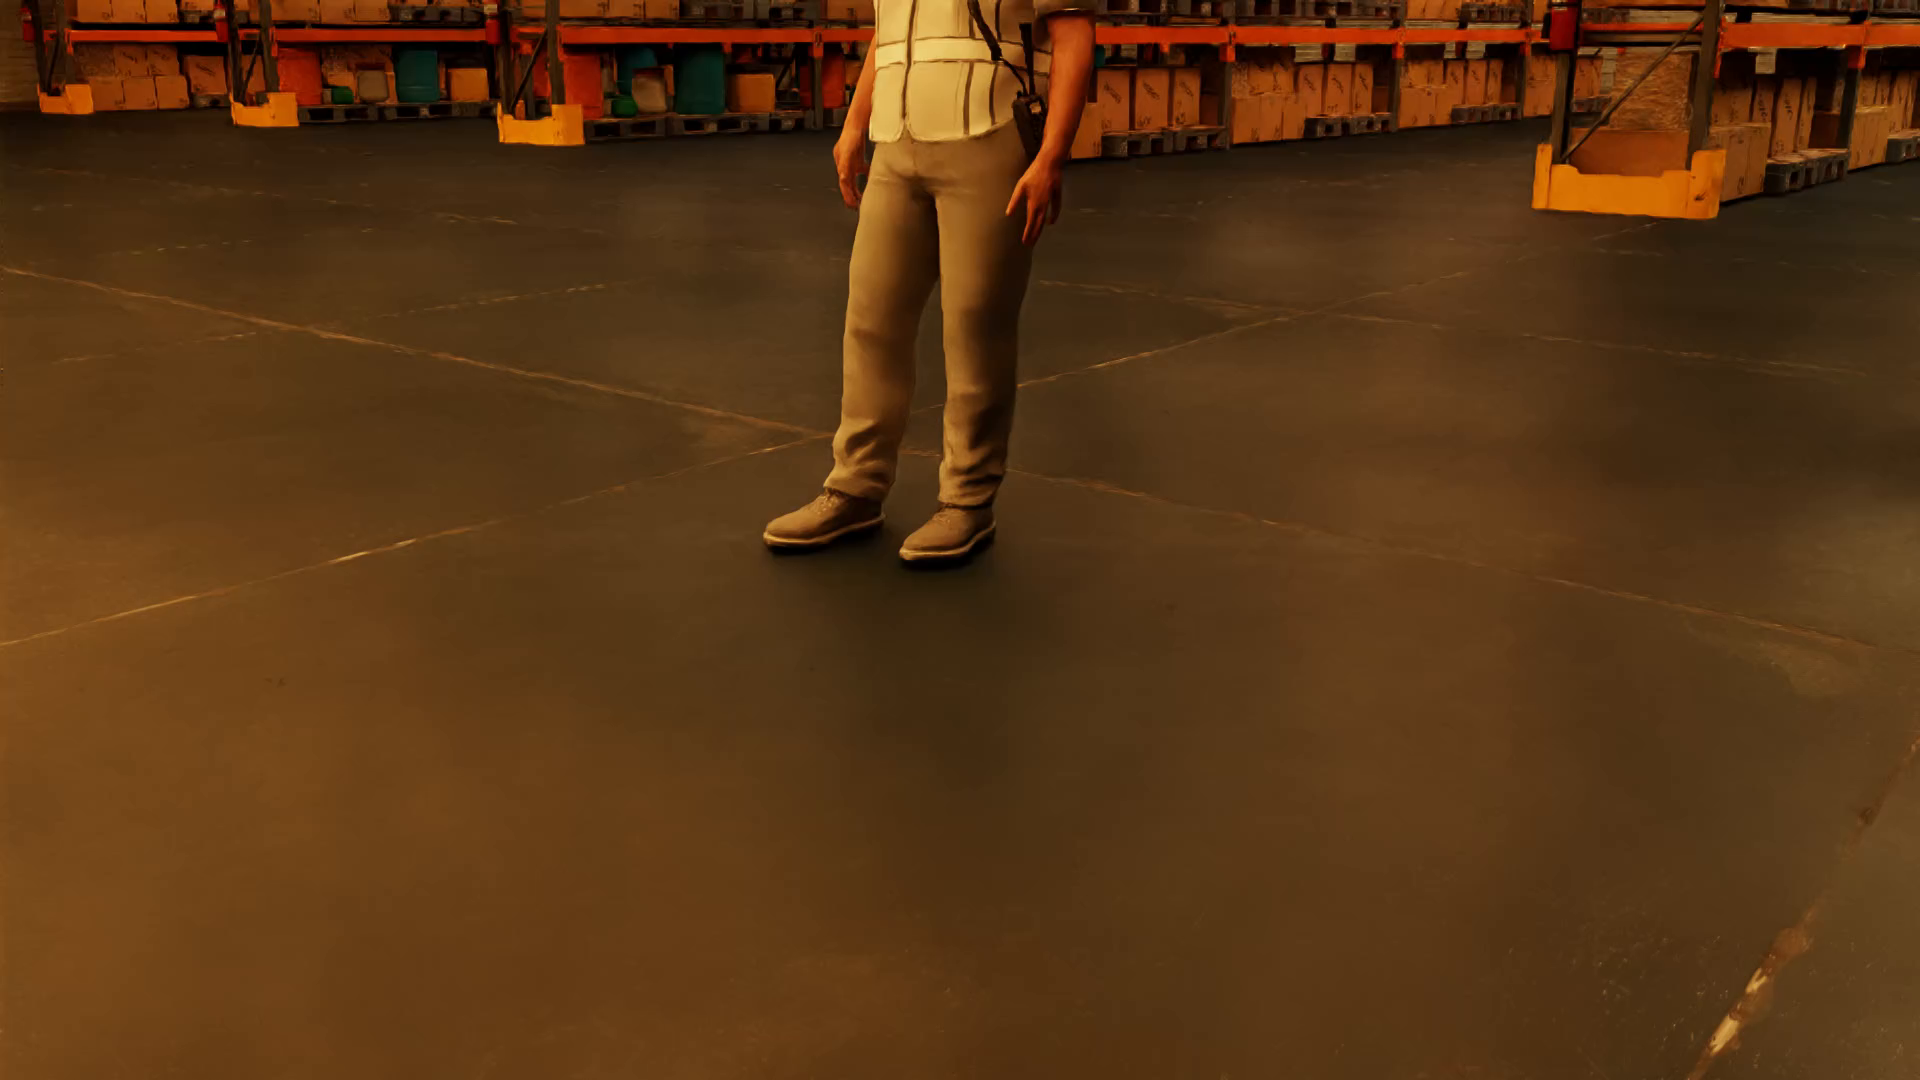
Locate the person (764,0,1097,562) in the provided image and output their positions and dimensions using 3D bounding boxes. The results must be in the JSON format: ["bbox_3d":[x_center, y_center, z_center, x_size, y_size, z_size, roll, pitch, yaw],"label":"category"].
[{"bbox_3d":[-0.059,-0.845,3.631,0.640,1.781,0.574,13,21,37],"label":"person"}]
